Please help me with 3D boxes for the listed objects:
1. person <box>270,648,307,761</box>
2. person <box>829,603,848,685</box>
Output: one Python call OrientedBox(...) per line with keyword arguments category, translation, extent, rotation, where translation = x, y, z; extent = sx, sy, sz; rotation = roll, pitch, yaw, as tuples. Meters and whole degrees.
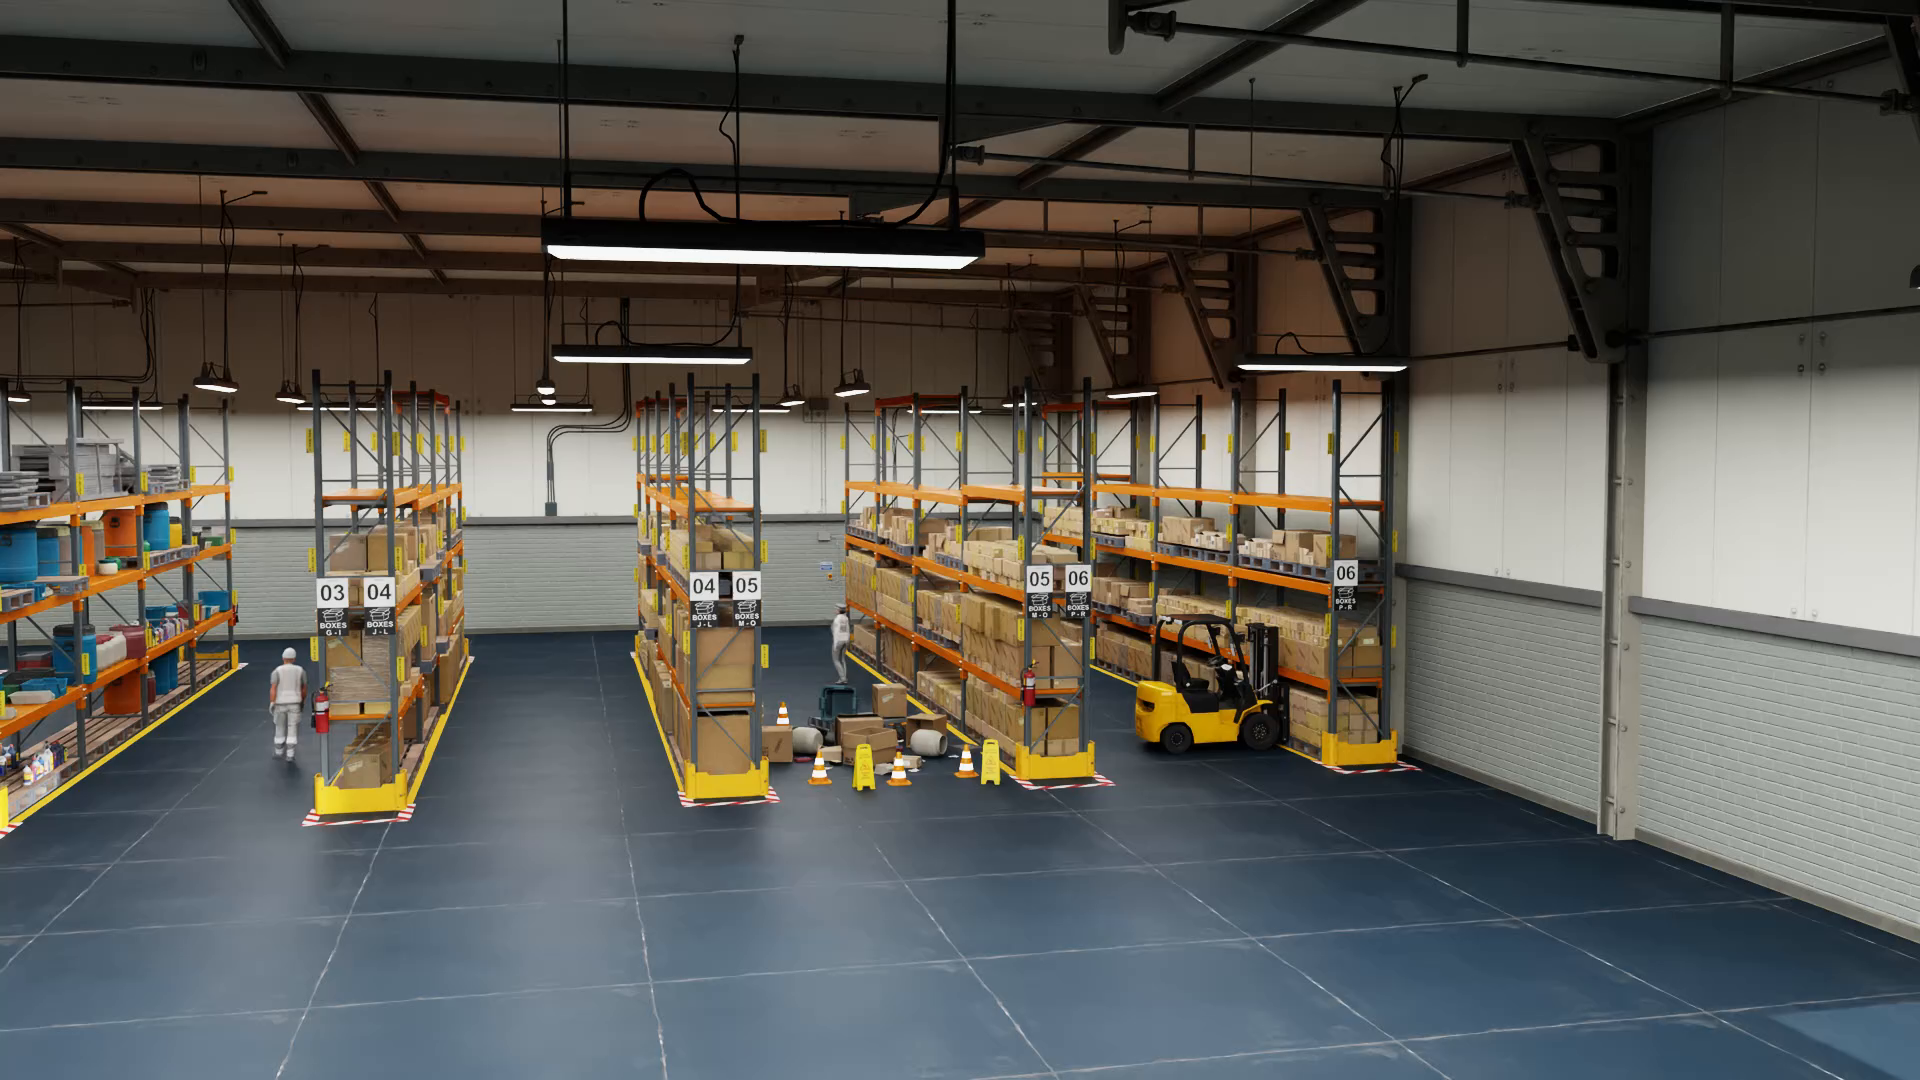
OrientedBox(category="person", translation=(-10.617, 2.587, 26.303), extent=(0.560, 1.759, 0.861), rotation=(-1, 4, -21))
OrientedBox(category="person", translation=(-2.502, 2.181, 34.750), extent=(0.364, 1.736, 0.527), rotation=(2, 4, 32))
